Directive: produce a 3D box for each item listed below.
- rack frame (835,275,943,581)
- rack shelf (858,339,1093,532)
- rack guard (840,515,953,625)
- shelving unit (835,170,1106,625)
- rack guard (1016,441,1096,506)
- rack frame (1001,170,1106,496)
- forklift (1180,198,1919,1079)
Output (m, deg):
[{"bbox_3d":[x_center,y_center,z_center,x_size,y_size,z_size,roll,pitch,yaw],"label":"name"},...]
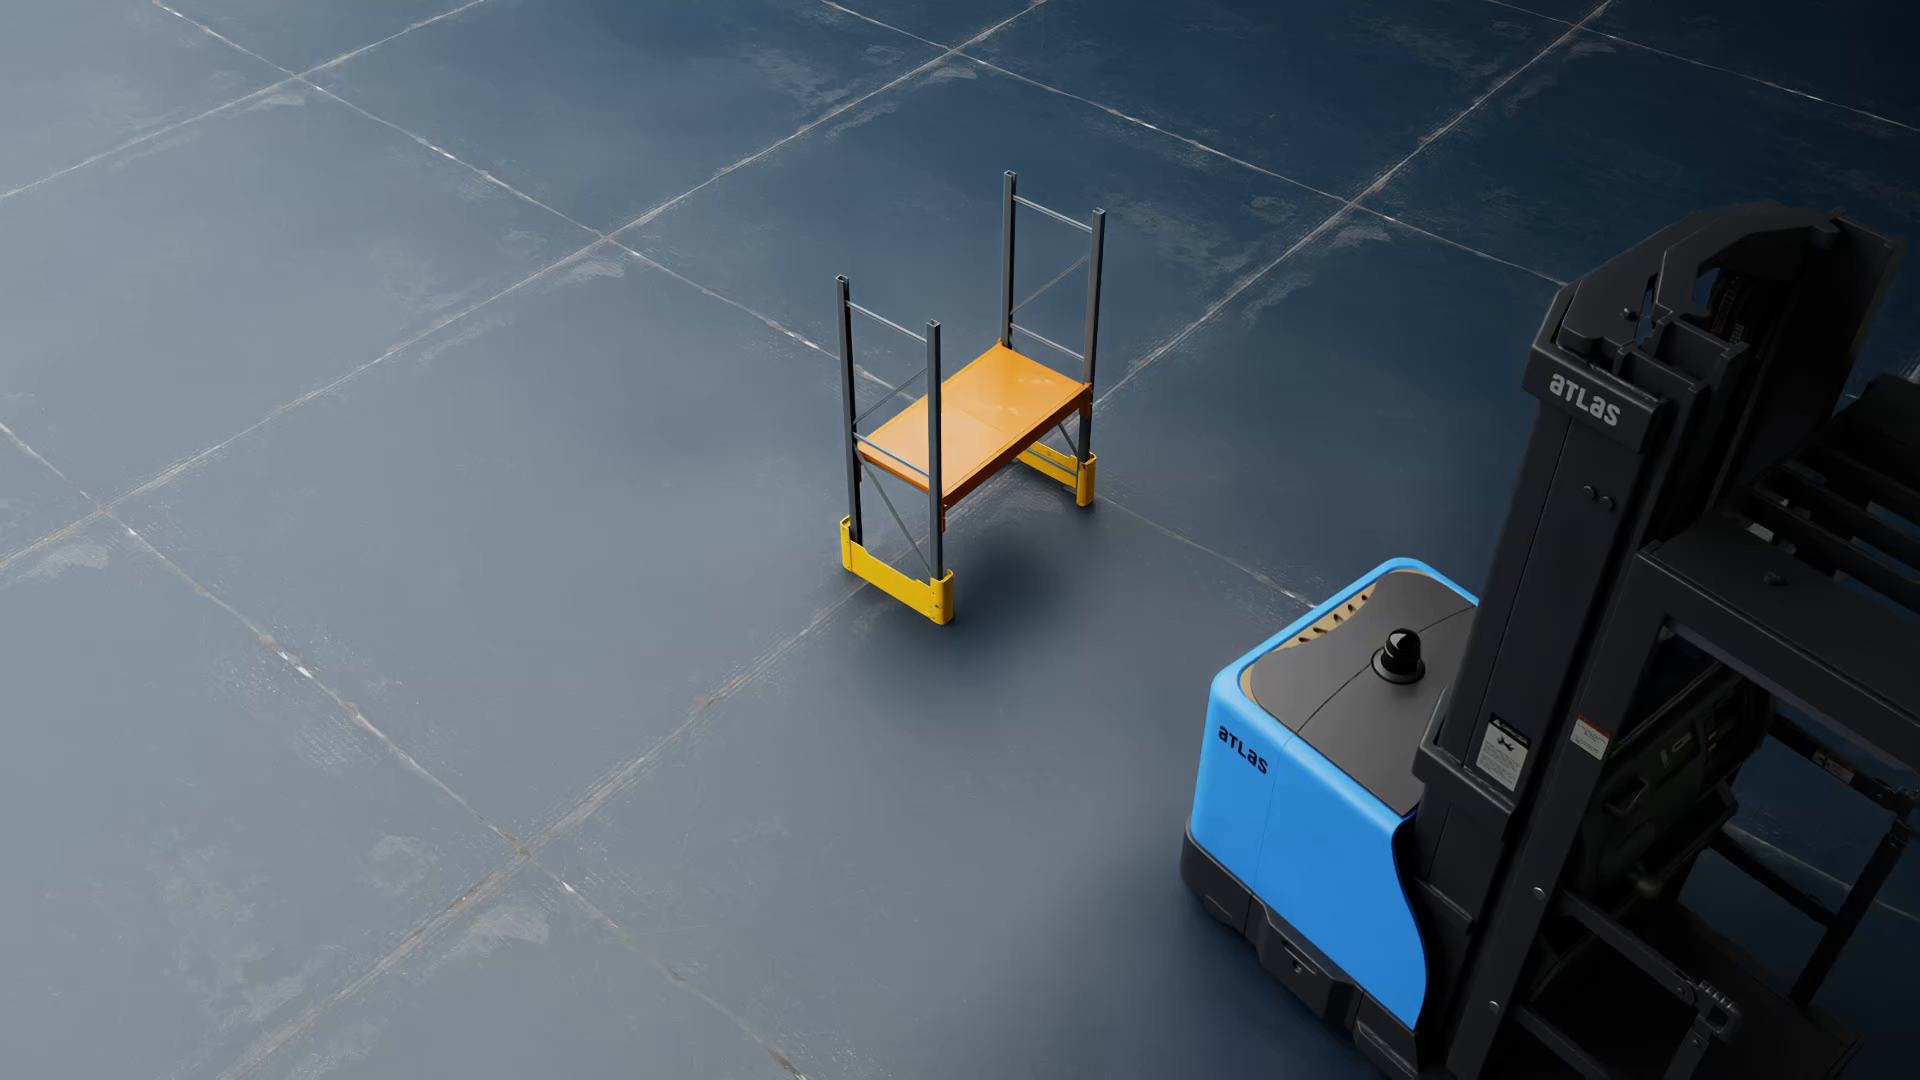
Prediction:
[{"bbox_3d":[-0.272,-0.337,6.688,0.500,1.500,0.032,29,50,28],"label":"rack frame"},{"bbox_3d":[0.055,-0.466,7.097,0.538,0.185,1.000,29,50,28],"label":"rack shelf"},{"bbox_3d":[-0.271,0.125,7.109,0.587,0.250,0.087,29,50,28],"label":"rack guard"},{"bbox_3d":[0.049,-0.594,6.971,0.587,1.500,1.083,29,50,28],"label":"shelving unit"},{"bbox_3d":[0.370,-0.388,7.673,0.587,0.250,0.087,29,50,28],"label":"rack guard"},{"bbox_3d":[0.382,-0.861,7.264,0.500,1.500,0.032,29,50,28],"label":"rack frame"},{"bbox_3d":[2.117,0.717,4.465,1.130,2.935,3.031,-29,50,-28],"label":"forklift"}]
